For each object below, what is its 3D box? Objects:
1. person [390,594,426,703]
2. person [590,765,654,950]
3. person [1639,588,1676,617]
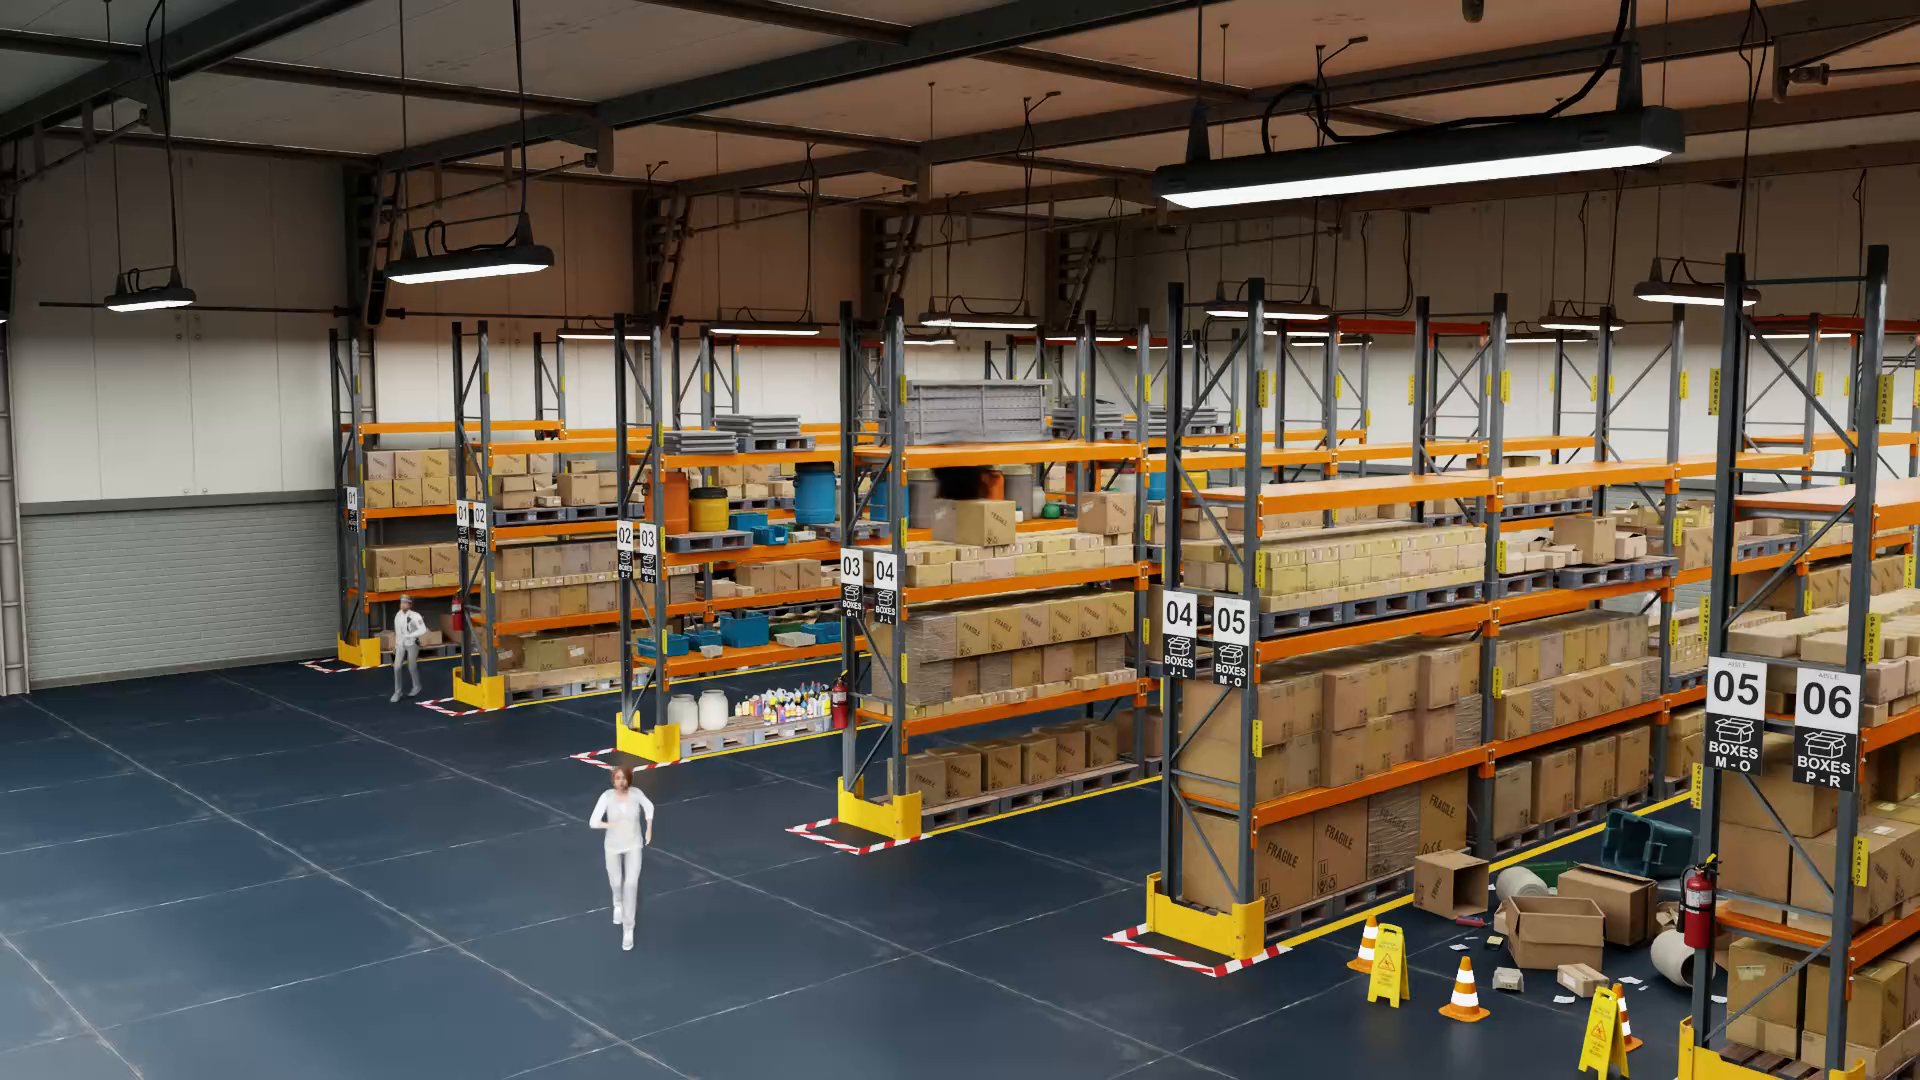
[{"bbox_3d":[-8.763,1.699,26.488,0.605,1.701,0.751,1,6,10],"label":"person"},{"bbox_3d":[-3.093,2.843,15.247,0.575,1.610,0.829,-1,6,-11],"label":"person"},{"bbox_3d":[12.156,1.479,28.798,0.712,1.684,0.533,-1,6,-6],"label":"person"}]
